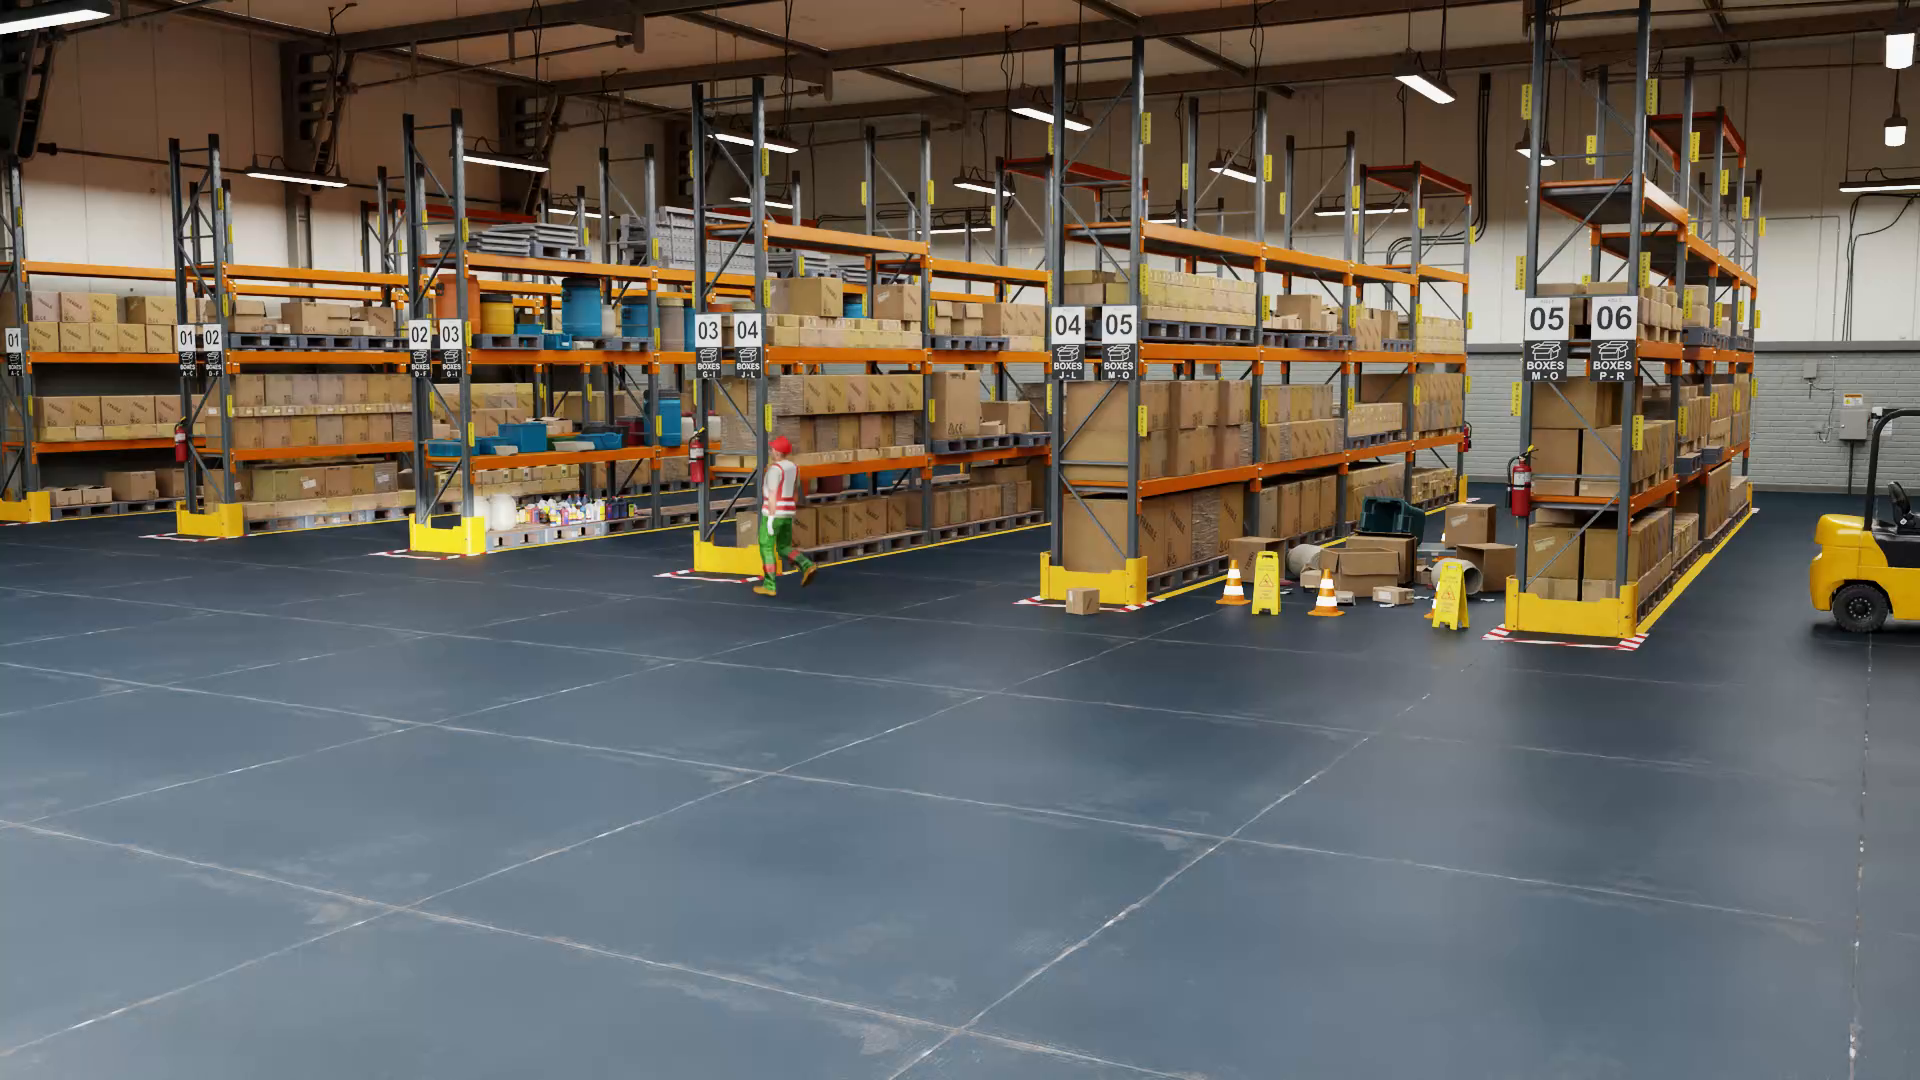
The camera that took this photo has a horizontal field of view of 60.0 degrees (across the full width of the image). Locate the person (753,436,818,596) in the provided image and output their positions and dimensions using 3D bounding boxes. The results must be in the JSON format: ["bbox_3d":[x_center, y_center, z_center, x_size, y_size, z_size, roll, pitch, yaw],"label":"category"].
[{"bbox_3d":[-1.960,-0.263,18.450,0.772,1.771,0.534,4,7,31],"label":"person"}]
